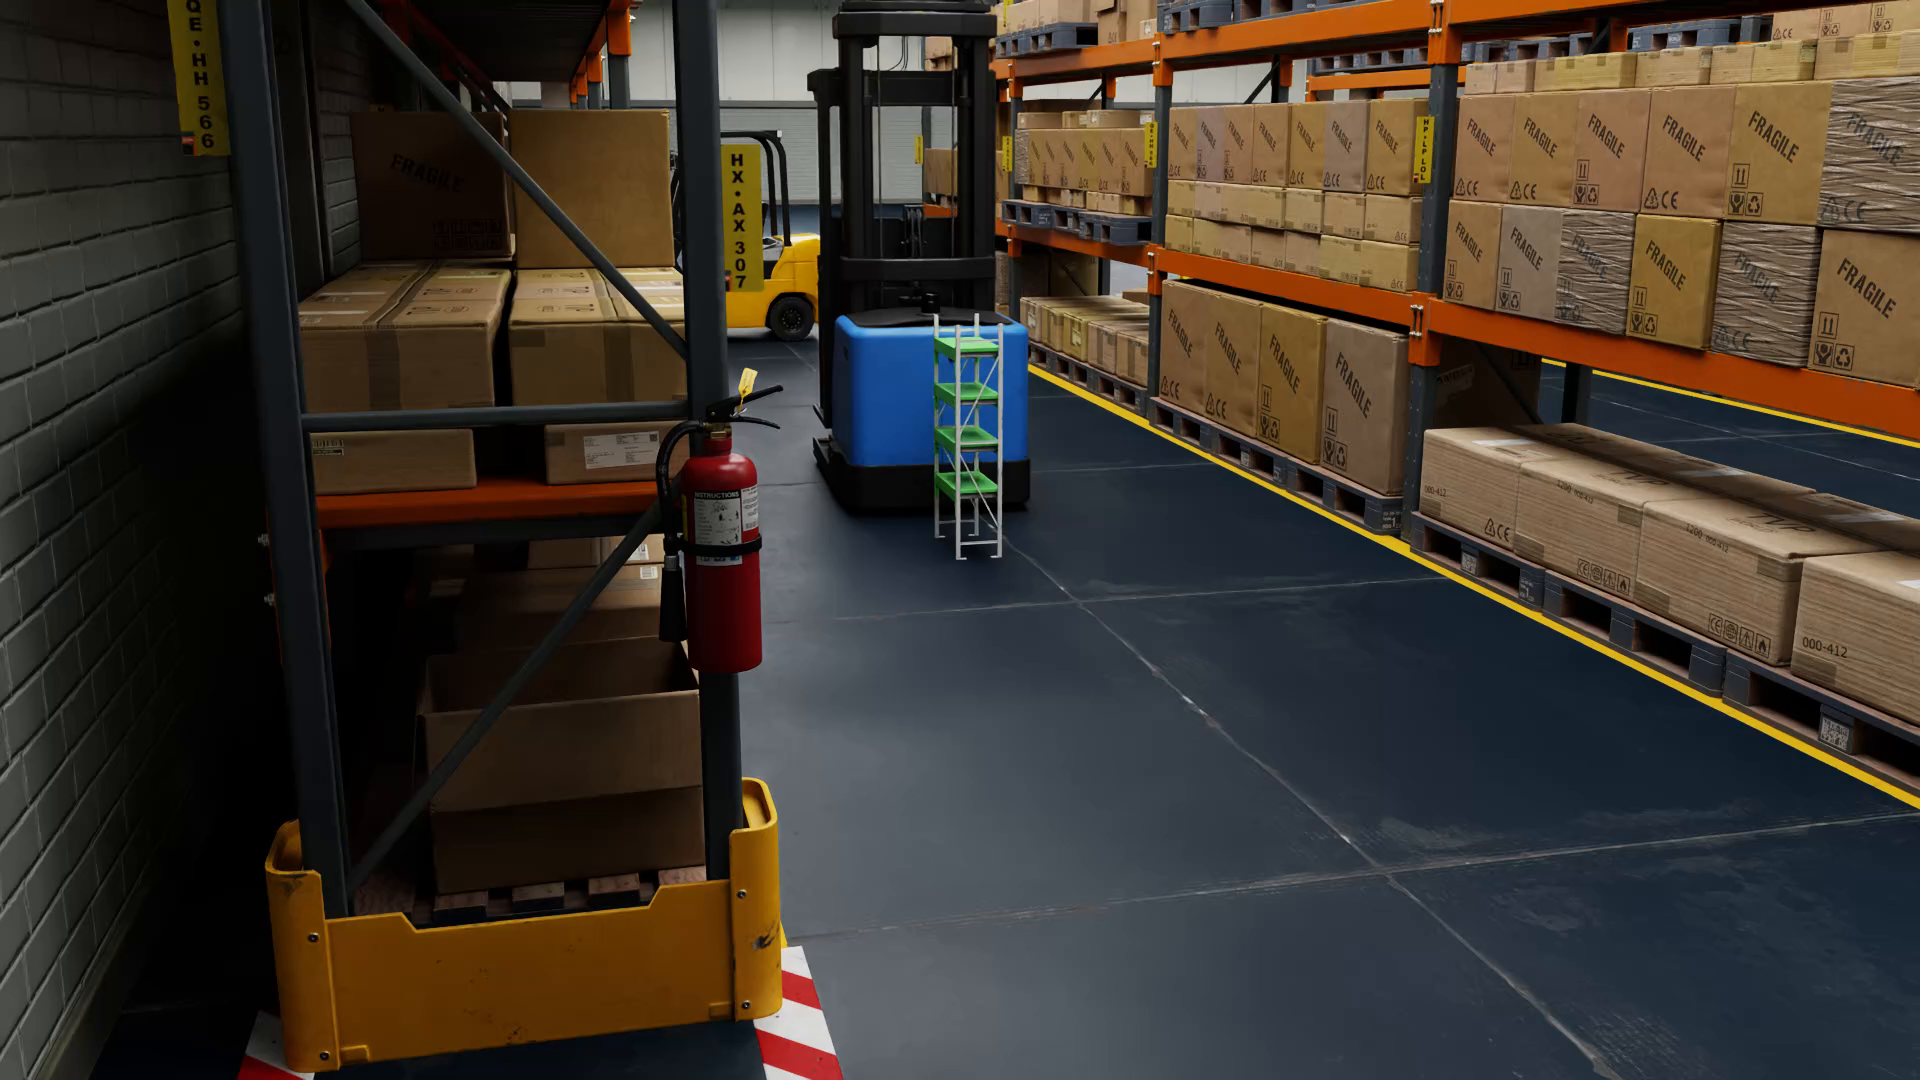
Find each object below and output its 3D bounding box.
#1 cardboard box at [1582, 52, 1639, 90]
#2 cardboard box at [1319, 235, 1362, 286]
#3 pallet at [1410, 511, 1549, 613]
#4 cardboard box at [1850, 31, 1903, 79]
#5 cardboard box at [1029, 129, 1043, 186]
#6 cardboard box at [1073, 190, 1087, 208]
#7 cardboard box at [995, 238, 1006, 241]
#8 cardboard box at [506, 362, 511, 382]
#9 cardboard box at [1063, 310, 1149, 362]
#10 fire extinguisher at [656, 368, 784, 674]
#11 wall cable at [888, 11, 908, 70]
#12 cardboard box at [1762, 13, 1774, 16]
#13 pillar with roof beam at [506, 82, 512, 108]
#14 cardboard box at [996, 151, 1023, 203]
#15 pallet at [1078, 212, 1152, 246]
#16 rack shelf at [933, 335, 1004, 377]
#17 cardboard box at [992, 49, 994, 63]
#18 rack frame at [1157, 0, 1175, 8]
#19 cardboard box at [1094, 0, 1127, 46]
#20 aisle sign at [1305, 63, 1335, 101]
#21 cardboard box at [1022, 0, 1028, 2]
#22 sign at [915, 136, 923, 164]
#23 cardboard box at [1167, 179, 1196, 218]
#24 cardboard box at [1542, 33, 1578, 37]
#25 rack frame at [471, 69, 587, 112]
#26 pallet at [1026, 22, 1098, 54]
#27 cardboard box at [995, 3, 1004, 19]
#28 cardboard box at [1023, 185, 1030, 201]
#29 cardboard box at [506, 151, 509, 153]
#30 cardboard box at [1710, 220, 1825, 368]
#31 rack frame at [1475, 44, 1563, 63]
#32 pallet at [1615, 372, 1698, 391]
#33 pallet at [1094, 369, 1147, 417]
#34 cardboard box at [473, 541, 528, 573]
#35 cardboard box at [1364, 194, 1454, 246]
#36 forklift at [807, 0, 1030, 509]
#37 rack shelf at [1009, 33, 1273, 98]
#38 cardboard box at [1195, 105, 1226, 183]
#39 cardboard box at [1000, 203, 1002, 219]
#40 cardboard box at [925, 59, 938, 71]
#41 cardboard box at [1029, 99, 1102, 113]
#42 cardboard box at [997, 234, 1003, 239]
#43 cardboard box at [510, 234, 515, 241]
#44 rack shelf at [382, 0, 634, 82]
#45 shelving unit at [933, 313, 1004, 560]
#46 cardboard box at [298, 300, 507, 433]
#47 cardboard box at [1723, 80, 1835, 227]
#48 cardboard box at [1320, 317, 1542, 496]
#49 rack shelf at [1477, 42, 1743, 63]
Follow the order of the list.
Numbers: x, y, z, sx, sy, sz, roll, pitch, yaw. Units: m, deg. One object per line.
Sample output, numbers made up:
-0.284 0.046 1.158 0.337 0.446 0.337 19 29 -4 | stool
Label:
2.894 -1.995 7.087 0.380 0.149 0.250 -4 14 -15 | cardboard box
2.394 -1.605 9.493 0.500 0.250 0.500 -3 14 -14 | cardboard box
2.965 0.063 8.223 1.003 0.211 1.213 -3 14 -13 | pallet
3.278 -1.642 5.642 0.380 0.149 0.250 -3 14 -12 | cardboard box
0.933 -3.474 15.104 0.500 0.500 0.500 -3 14 -13 | cardboard box
1.176 -2.891 14.086 0.380 0.149 0.250 -4 14 -15 | cardboard box
0.612 -3.181 18.957 0.500 0.500 0.500 -3 14 -11 | cardboard box
-1.742 -0.626 5.697 0.380 0.149 0.250 -3 14 -11 | cardboard box
1.446 -1.797 14.615 0.950 0.372 0.625 -3 14 -11 | cardboard box
-0.538 -0.044 3.735 0.296 0.674 0.183 -3 14 -13 | fire extinguisher
-2.713 -16.517 50.406 2.305 6.003 0.169 -3 14 -13 | wall cable
6.788 -4.367 13.593 0.380 0.149 0.250 -4 14 -15 | cardboard box
-8.353 -13.826 46.558 9.100 9.000 0.400 -3 14 -13 | pillar with roof beam
0.637 -3.598 16.497 0.500 0.500 0.500 -4 14 -15 | cardboard box
1.652 -2.459 13.076 1.213 0.211 1.003 -3 14 -13 | pallet
0.039 -0.949 8.530 0.258 0.148 0.480 -3 14 -13 | rack shelf
0.542 -4.889 16.829 0.380 0.149 0.250 -4 14 -15 | cardboard box
1.923 -5.308 11.693 1.000 3.000 0.127 -3 14 -13 | rack frame
1.537 -4.251 13.470 0.797 0.503 0.637 -3 14 -13 | cardboard box
4.524 -5.801 20.873 0.394 0.787 0.004 -3 14 -13 | aisle sign
0.858 -4.876 14.623 0.500 0.250 0.500 -4 14 -14 | cardboard box
-0.483 -4.630 19.732 0.100 0.325 0.005 -3 14 -13 | sign
1.802 -2.433 11.828 0.500 0.250 0.500 -3 14 -14 | cardboard box
6.093 -5.099 16.376 0.500 0.250 0.500 -3 14 -13 | cardboard box
-3.840 -3.039 15.046 1.000 3.000 0.127 -3 14 -13 | rack frame
1.272 -4.295 14.262 1.213 0.211 1.003 -3 14 -13 | pallet
0.561 -5.156 16.238 0.380 0.149 0.250 -4 14 -15 | cardboard box
0.806 -3.253 15.568 0.380 0.149 0.250 -3 14 -12 | cardboard box
-2.932 -2.241 10.685 0.500 0.500 0.500 -3 14 -11 | cardboard box
3.198 -0.928 6.195 0.500 0.500 0.500 -3 14 -12 | cardboard box
5.771 -3.616 17.406 1.000 3.000 0.127 -3 14 -13 | rack frame
6.599 -1.524 14.722 1.003 0.211 1.213 -3 14 -13 | pallet
1.741 -1.219 13.474 1.003 0.211 1.213 -3 14 -13 | pallet
-1.480 0.154 6.357 0.700 0.500 0.500 -4 14 -15 | cardboard box
2.523 -1.729 8.947 0.500 0.250 0.500 -3 14 -13 | cardboard box
-0.367 -1.904 10.545 1.130 2.935 3.031 -2 14 -10 | forklift
1.453 -3.963 14.023 1.077 0.370 4.000 -3 14 -13 | rack shelf
1.927 -2.687 11.286 0.500 0.500 0.500 -3 14 -13 | cardboard box
0.612 -3.252 16.445 0.380 0.149 0.250 -3 14 -14 | cardboard box
-0.194 -5.480 19.245 0.380 0.149 0.250 -3 14 -13 | cardboard box
1.091 -4.109 16.481 0.700 0.500 0.500 -3 14 -14 | cardboard box
0.637 -3.536 19.041 0.380 0.149 0.250 -3 14 -12 | cardboard box
-2.108 -1.136 6.945 0.500 0.250 0.500 -3 14 -14 | cardboard box
-2.431 -2.762 9.110 1.077 0.370 4.000 -3 14 -13 | rack shelf
0.039 -0.545 8.628 0.258 1.200 0.503 -3 14 -13 | shelving unit
-1.388 -0.434 4.071 0.500 0.250 0.500 -3 14 -12 | cardboard box
3.193 -1.414 6.076 0.500 0.500 0.500 -3 14 -13 | cardboard box
2.639 -0.781 9.397 0.875 0.875 0.875 -3 14 -11 | cardboard box
6.241 -4.262 15.247 1.077 0.370 4.000 -3 14 -13 | rack shelf
